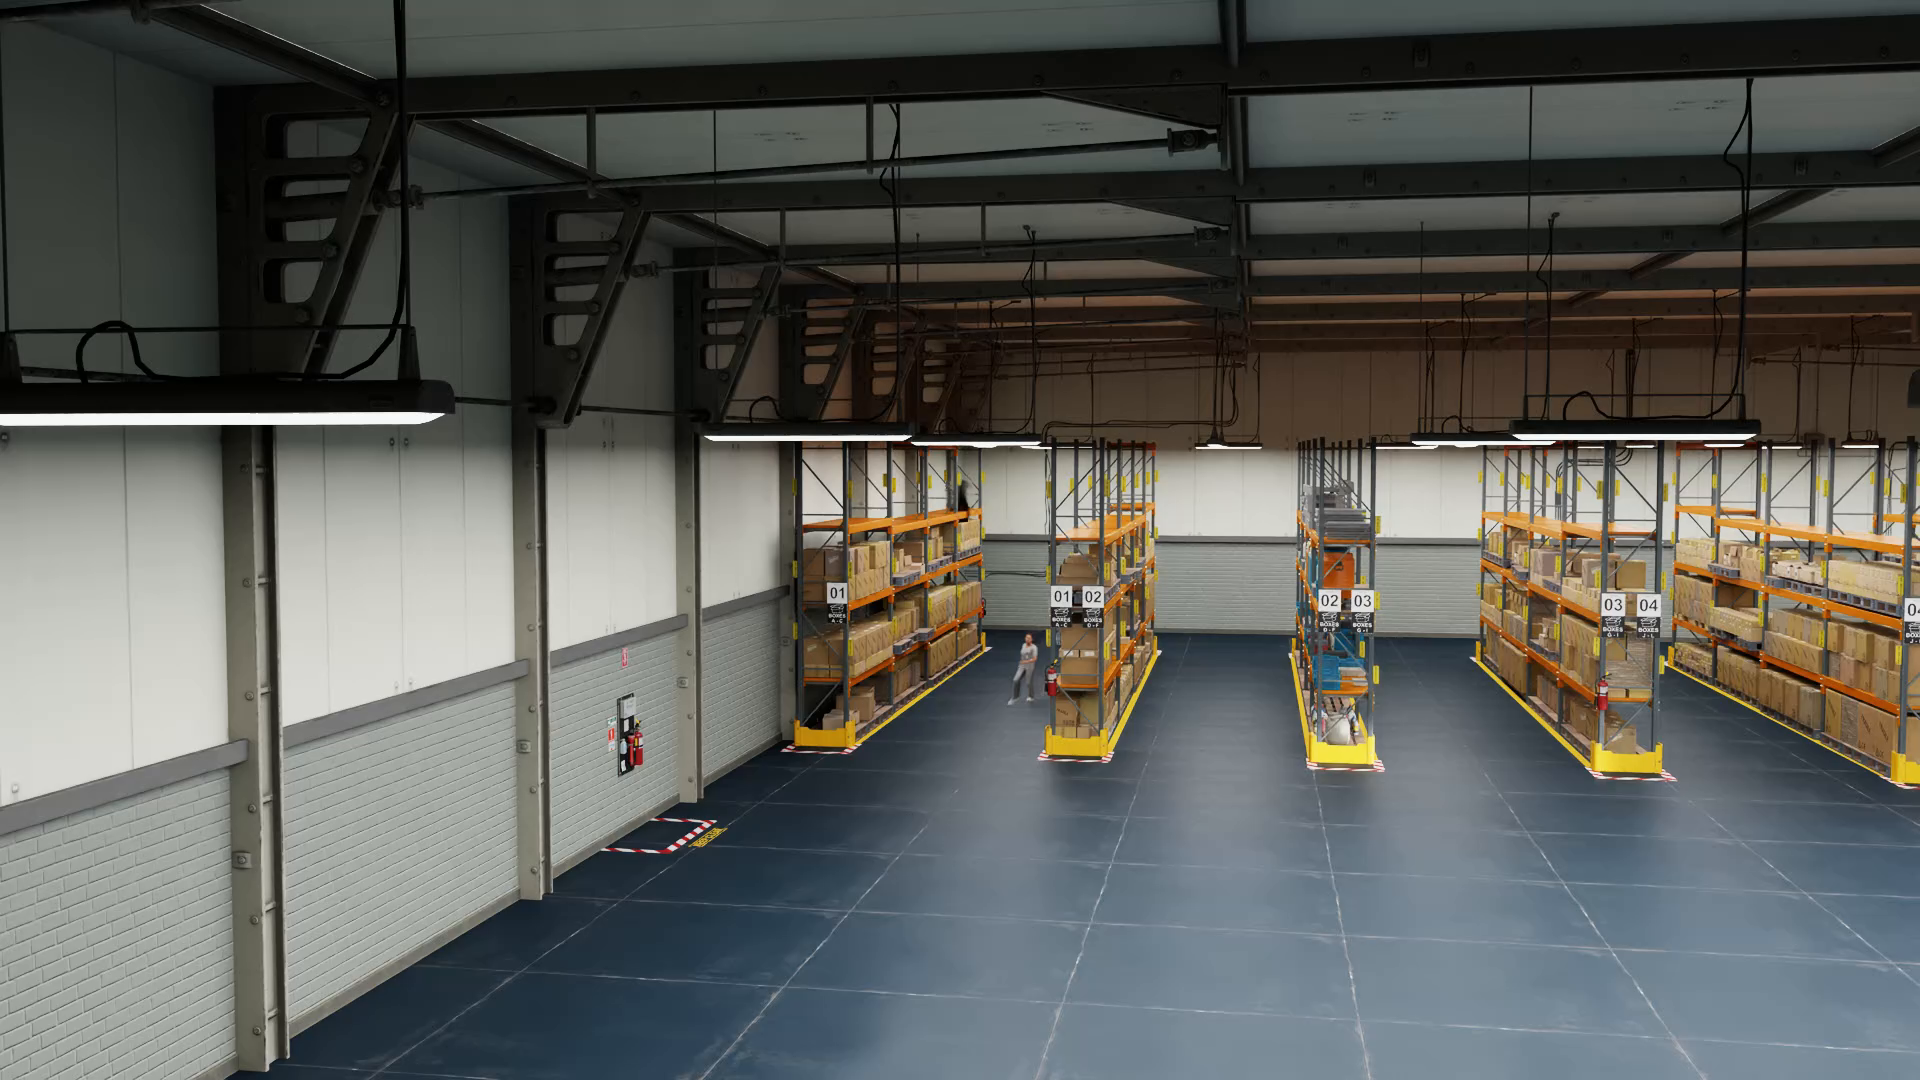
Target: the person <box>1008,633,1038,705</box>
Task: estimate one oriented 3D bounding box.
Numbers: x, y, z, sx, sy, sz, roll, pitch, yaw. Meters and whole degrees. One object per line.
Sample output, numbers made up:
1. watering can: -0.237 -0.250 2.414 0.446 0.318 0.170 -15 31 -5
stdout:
1. person: 1.510 2.896 37.539 0.635 1.646 0.789 2 4 32
